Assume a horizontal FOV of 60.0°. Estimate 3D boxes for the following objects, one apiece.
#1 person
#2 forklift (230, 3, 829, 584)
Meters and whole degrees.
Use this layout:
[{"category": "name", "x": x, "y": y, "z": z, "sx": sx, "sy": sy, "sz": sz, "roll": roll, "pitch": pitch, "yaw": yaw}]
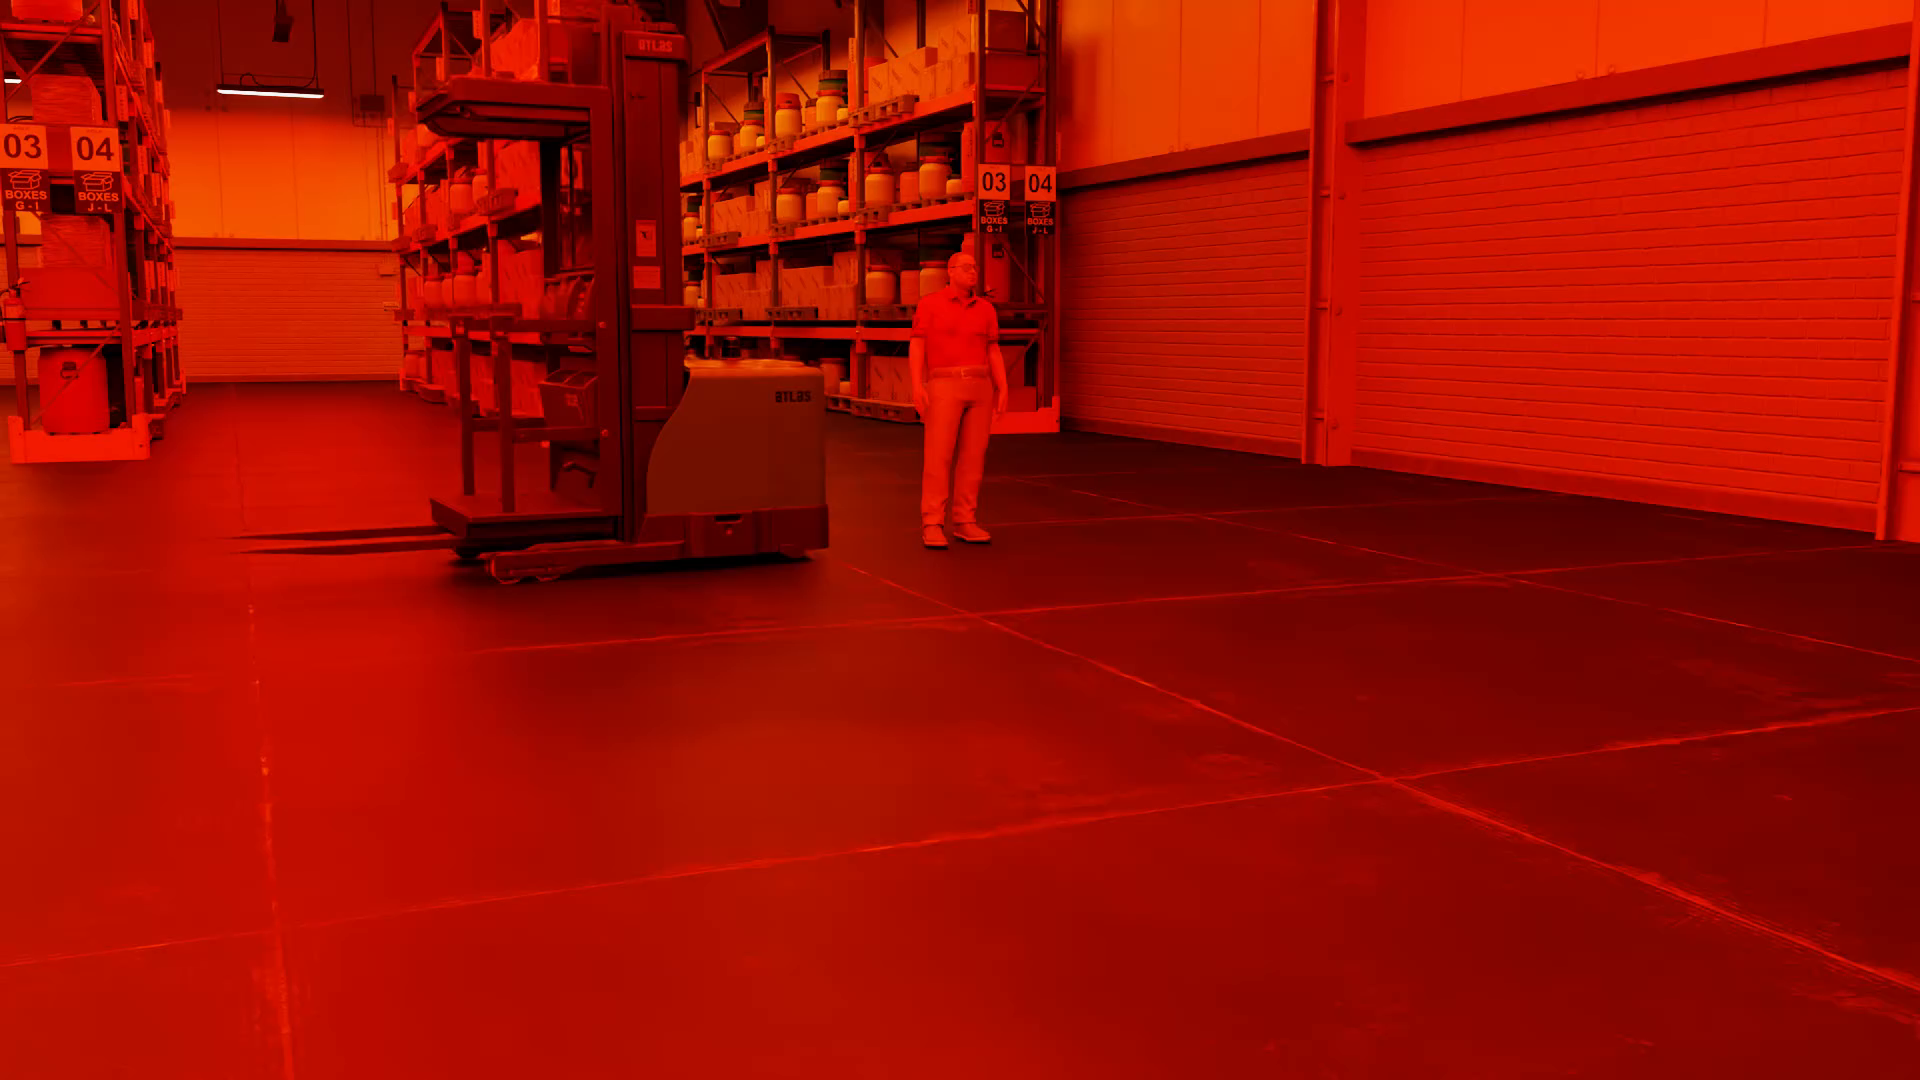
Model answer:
[{"category": "person", "x": 0.025, "y": -0.854, "z": 9.953, "sx": 0.641, "sy": 1.728, "sz": 0.550, "roll": -3, "pitch": 8, "yaw": -23}, {"category": "forklift", "x": -2.282, "y": -1.306, "z": 8.844, "sx": 3.031, "sy": 2.935, "sz": 1.130, "roll": -4, "pitch": 8, "yaw": -27}]
